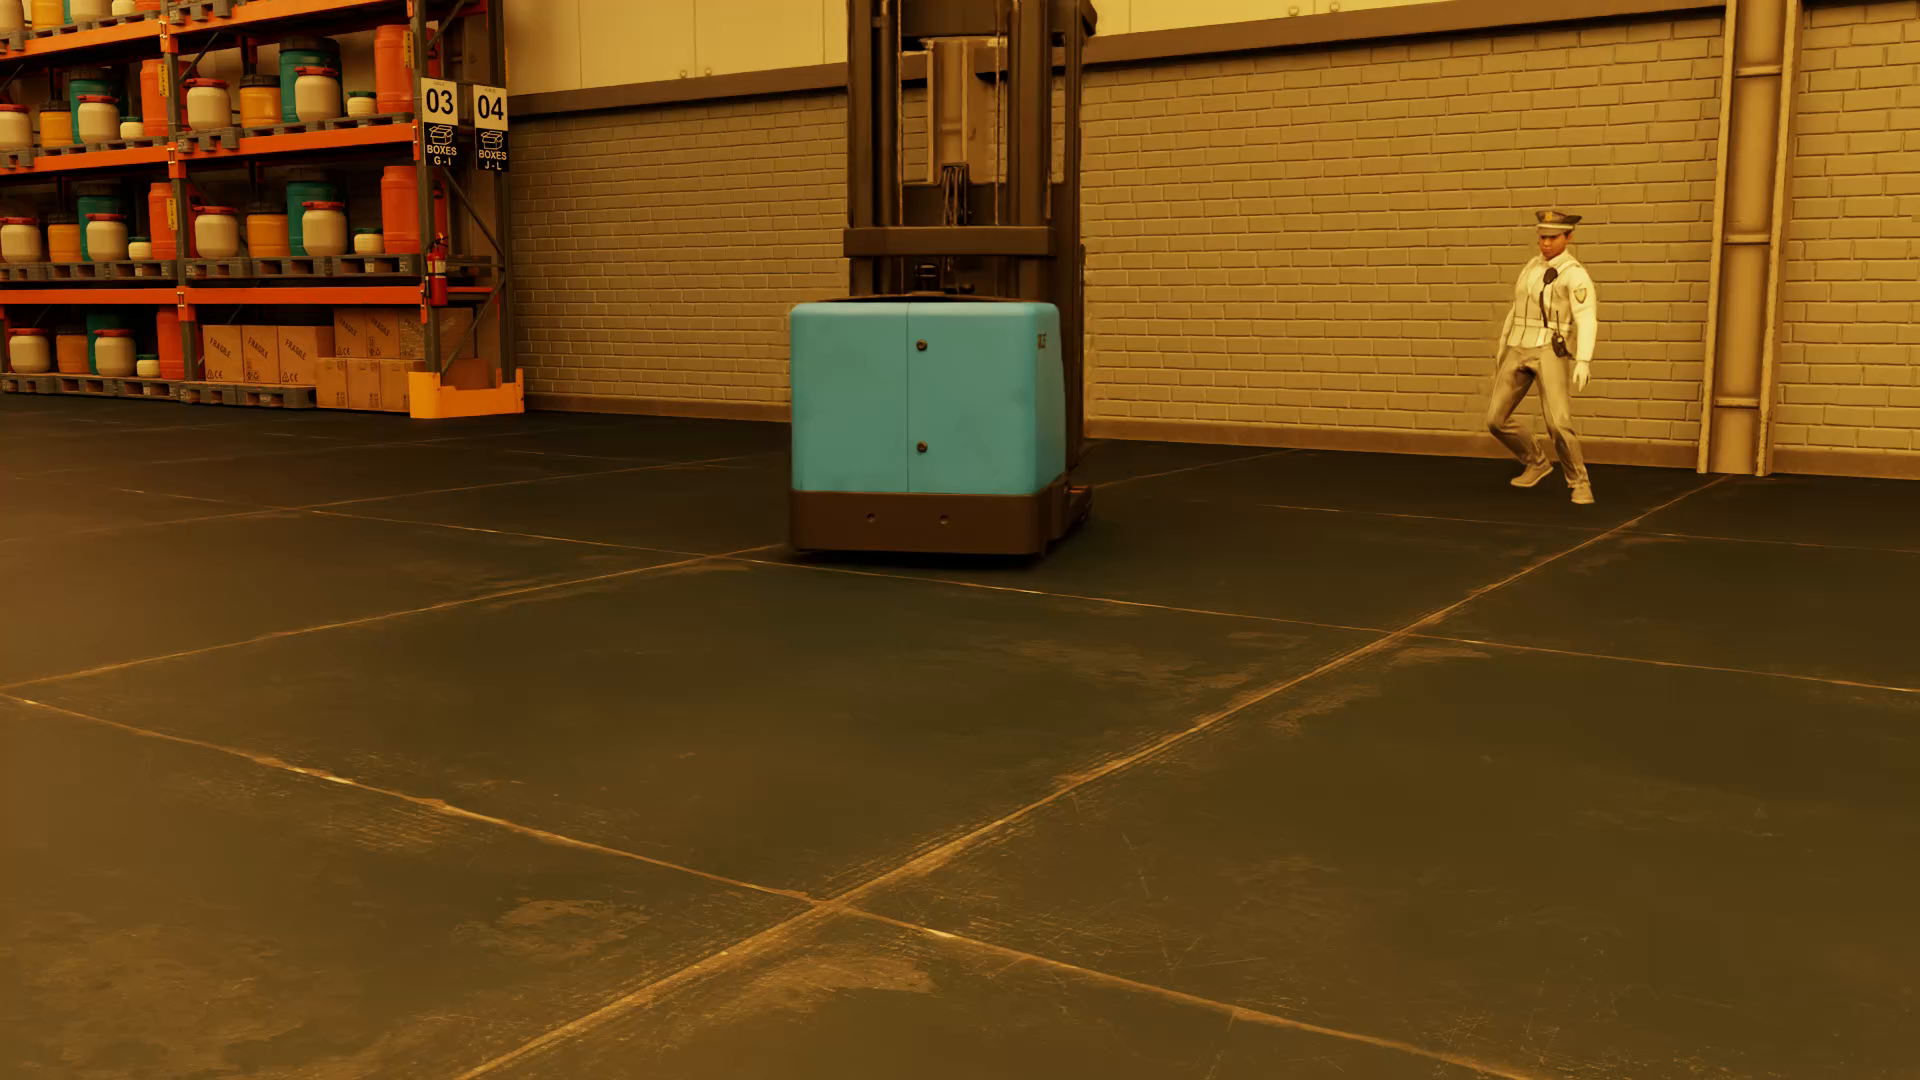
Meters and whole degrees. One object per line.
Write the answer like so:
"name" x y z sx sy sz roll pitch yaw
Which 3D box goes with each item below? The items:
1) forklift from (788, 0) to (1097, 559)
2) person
"forklift" 0.062 -1.540 8.022 1.130 2.935 3.031 1 8 10
"person" 3.247 -1.021 9.241 0.456 1.578 0.810 -3 9 -21
